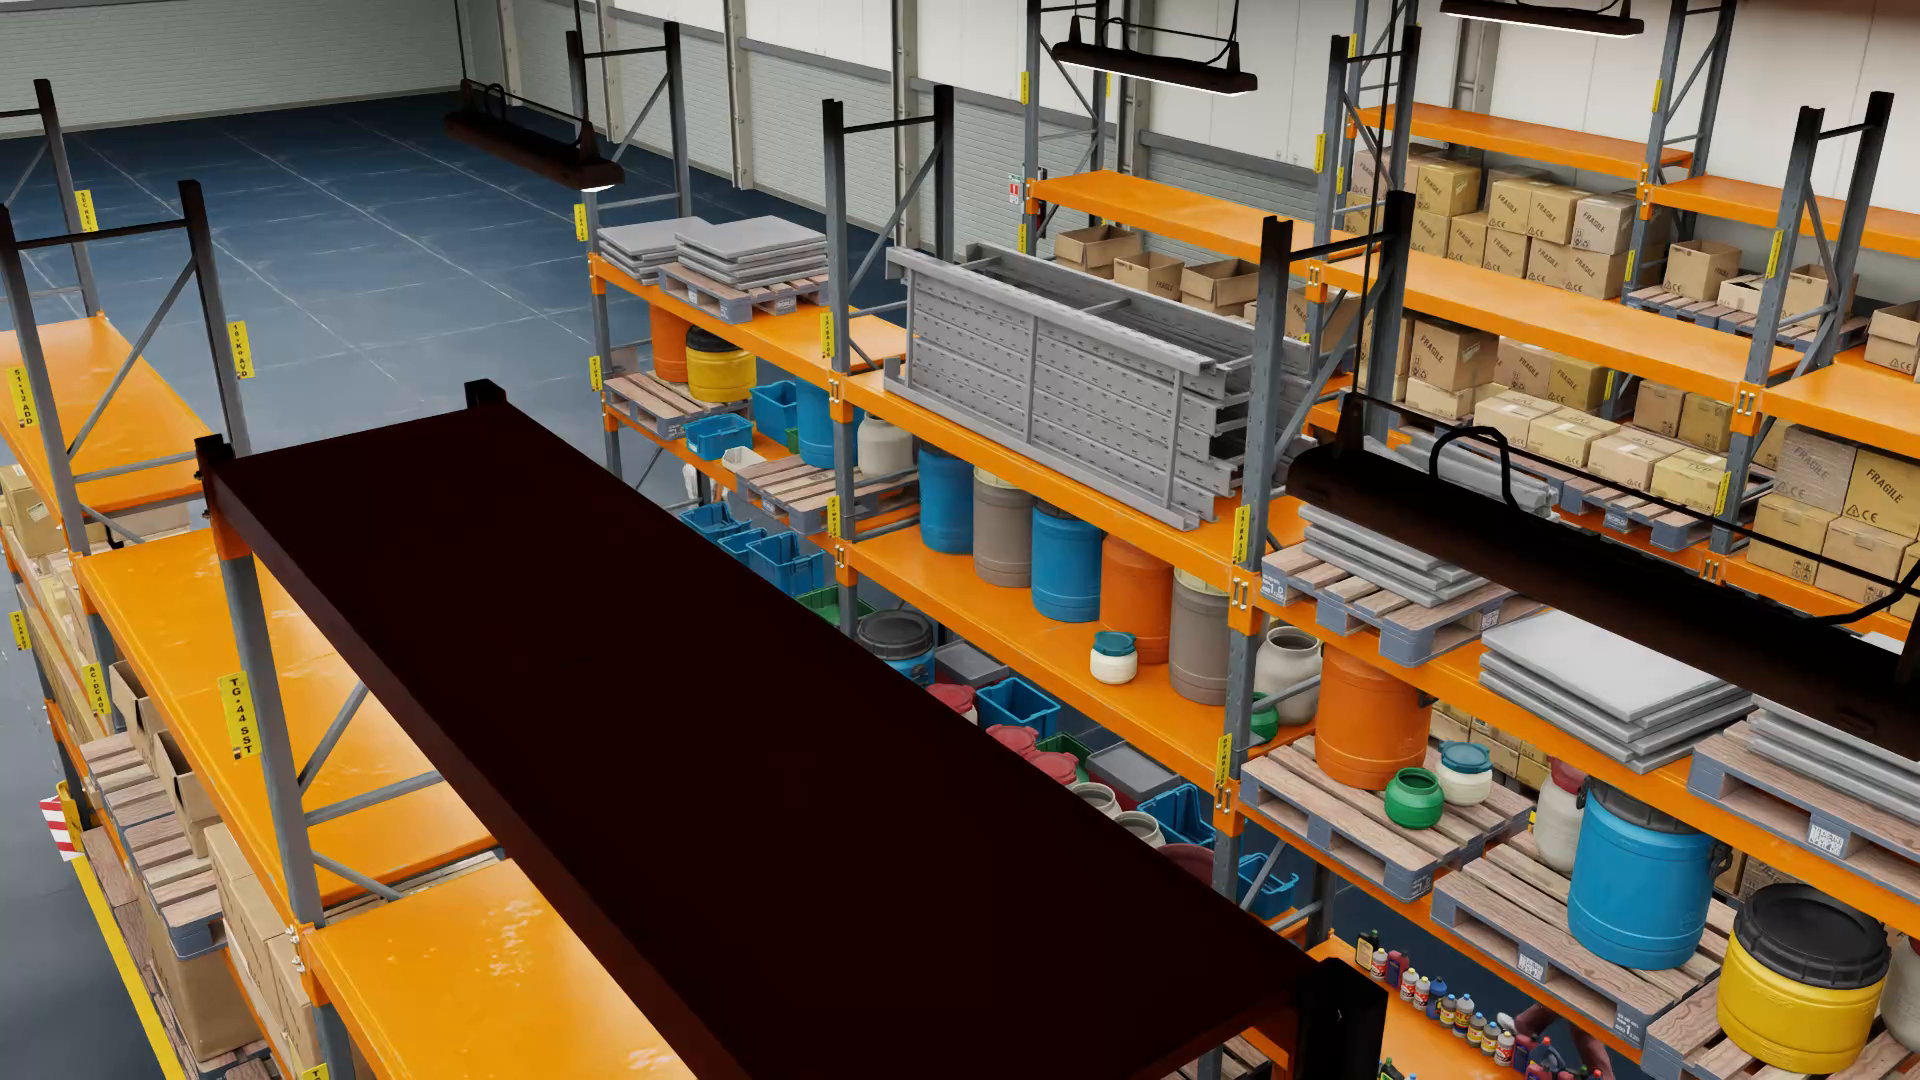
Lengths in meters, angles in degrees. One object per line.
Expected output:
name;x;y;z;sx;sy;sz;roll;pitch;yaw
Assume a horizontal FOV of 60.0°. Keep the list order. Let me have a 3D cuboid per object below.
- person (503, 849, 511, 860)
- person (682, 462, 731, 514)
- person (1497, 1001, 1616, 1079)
person;-3.012;2.411;11.826;0.537;1.645;0.522;-18;30;-33
person;-2.781;-0.443;17.978;0.538;1.592;0.995;19;31;36
person;4.006;2.846;10.869;0.507;1.603;1.051;-17;30;-32
